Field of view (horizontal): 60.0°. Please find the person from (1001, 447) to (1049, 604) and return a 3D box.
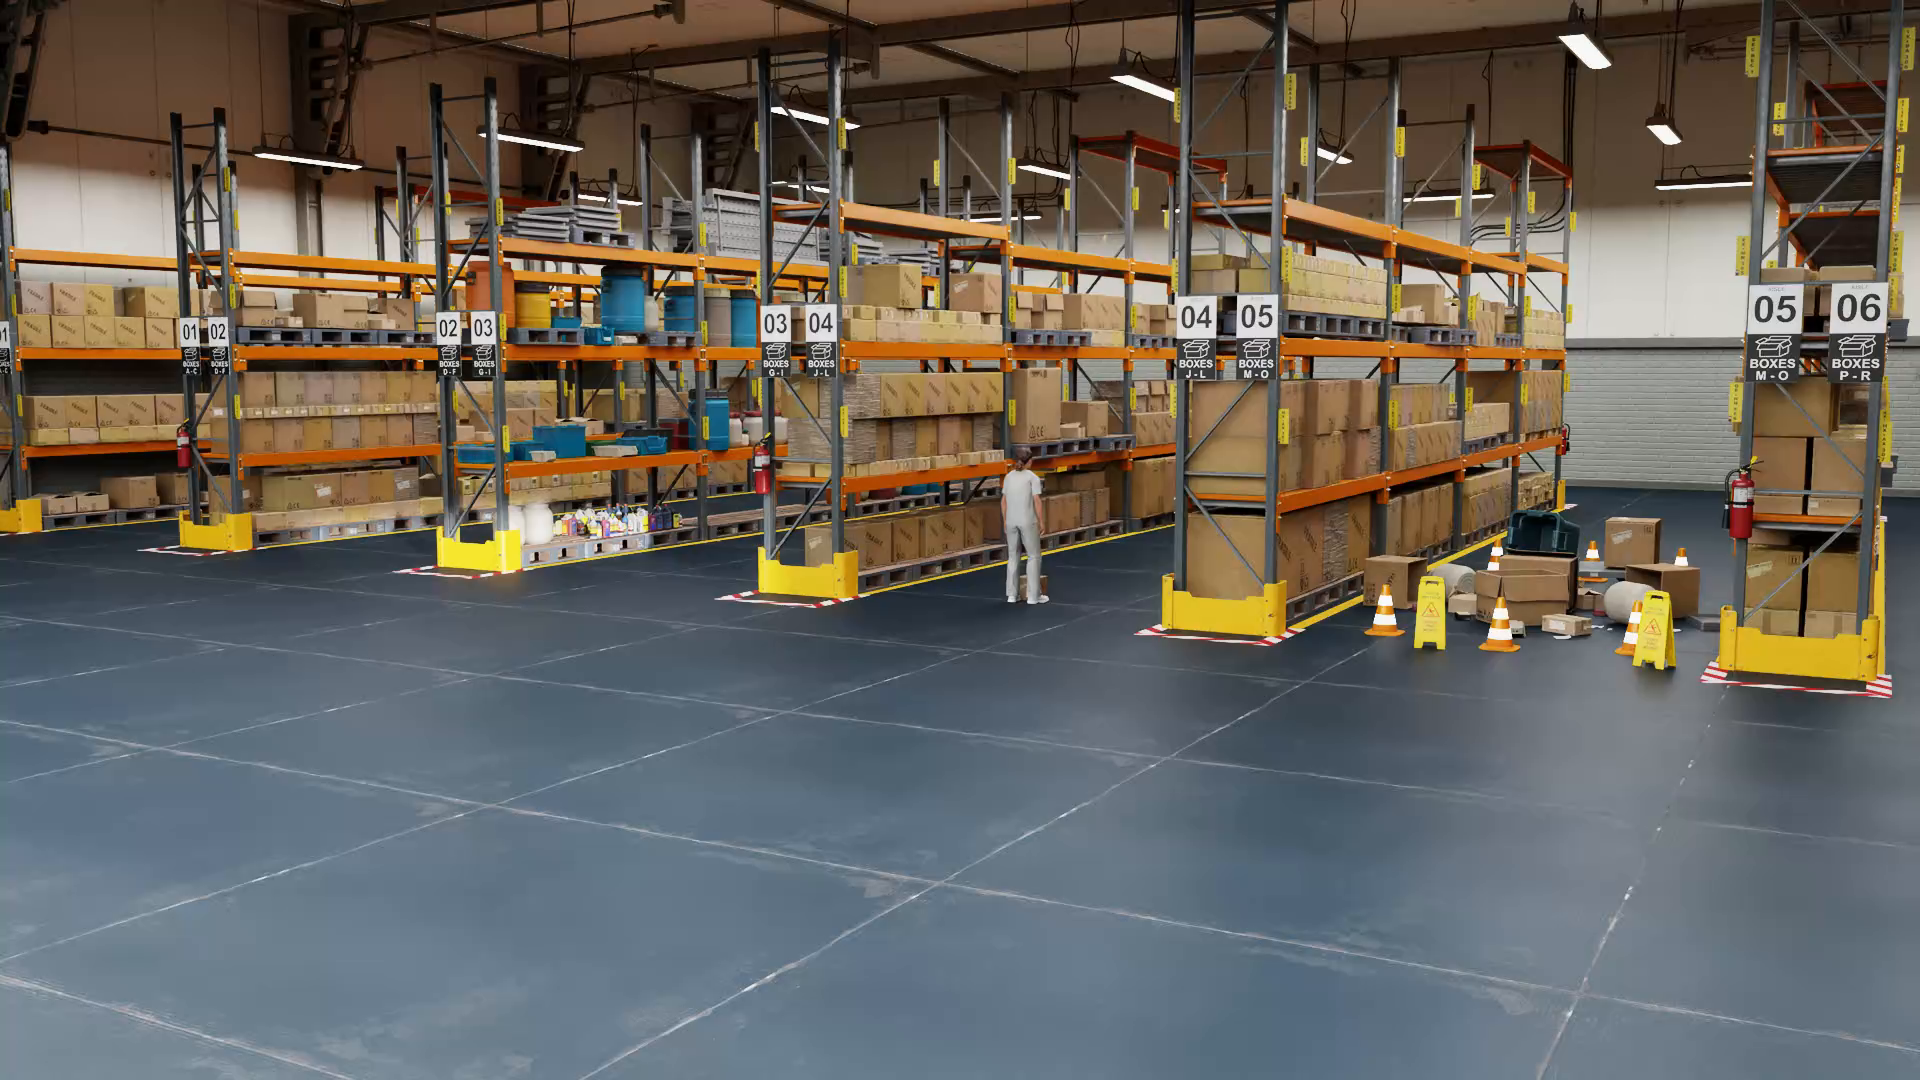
[{"bbox_3d":[0.678,-0.161,17.860,0.486,1.673,0.358,3,7,29],"label":"person"}]
